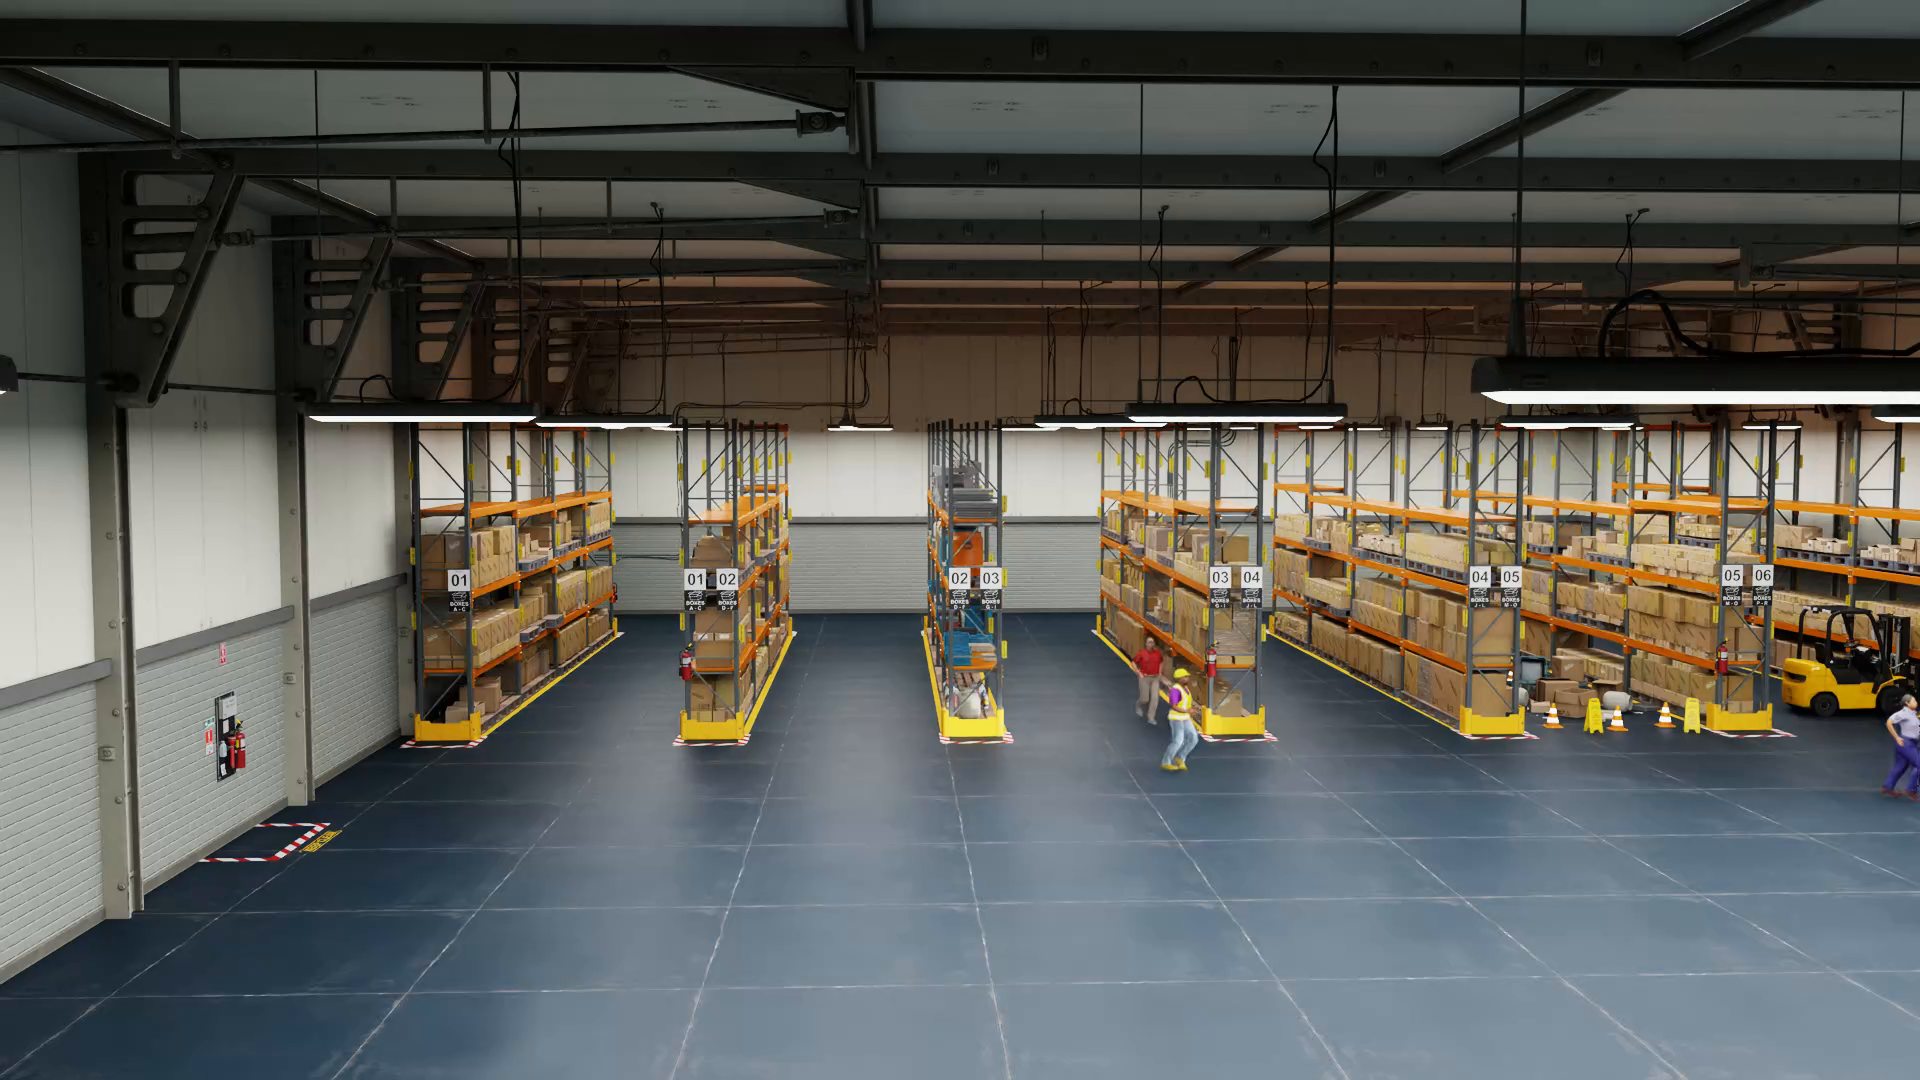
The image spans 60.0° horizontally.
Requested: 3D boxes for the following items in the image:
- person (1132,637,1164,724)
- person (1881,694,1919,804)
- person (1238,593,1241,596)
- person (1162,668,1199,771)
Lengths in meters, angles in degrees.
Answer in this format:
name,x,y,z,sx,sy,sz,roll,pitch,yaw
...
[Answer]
name,x,y,z,sx,sy,sz,roll,pitch,yaw
person,3.742,2.766,32.930,0.681,1.693,0.749,-1,4,-13
person,14.765,3.248,25.906,0.661,1.695,0.589,2,4,34
person,7.798,1.937,44.985,0.670,1.780,0.975,0,4,-3
person,3.760,3.057,28.115,0.695,1.789,0.724,2,4,32
